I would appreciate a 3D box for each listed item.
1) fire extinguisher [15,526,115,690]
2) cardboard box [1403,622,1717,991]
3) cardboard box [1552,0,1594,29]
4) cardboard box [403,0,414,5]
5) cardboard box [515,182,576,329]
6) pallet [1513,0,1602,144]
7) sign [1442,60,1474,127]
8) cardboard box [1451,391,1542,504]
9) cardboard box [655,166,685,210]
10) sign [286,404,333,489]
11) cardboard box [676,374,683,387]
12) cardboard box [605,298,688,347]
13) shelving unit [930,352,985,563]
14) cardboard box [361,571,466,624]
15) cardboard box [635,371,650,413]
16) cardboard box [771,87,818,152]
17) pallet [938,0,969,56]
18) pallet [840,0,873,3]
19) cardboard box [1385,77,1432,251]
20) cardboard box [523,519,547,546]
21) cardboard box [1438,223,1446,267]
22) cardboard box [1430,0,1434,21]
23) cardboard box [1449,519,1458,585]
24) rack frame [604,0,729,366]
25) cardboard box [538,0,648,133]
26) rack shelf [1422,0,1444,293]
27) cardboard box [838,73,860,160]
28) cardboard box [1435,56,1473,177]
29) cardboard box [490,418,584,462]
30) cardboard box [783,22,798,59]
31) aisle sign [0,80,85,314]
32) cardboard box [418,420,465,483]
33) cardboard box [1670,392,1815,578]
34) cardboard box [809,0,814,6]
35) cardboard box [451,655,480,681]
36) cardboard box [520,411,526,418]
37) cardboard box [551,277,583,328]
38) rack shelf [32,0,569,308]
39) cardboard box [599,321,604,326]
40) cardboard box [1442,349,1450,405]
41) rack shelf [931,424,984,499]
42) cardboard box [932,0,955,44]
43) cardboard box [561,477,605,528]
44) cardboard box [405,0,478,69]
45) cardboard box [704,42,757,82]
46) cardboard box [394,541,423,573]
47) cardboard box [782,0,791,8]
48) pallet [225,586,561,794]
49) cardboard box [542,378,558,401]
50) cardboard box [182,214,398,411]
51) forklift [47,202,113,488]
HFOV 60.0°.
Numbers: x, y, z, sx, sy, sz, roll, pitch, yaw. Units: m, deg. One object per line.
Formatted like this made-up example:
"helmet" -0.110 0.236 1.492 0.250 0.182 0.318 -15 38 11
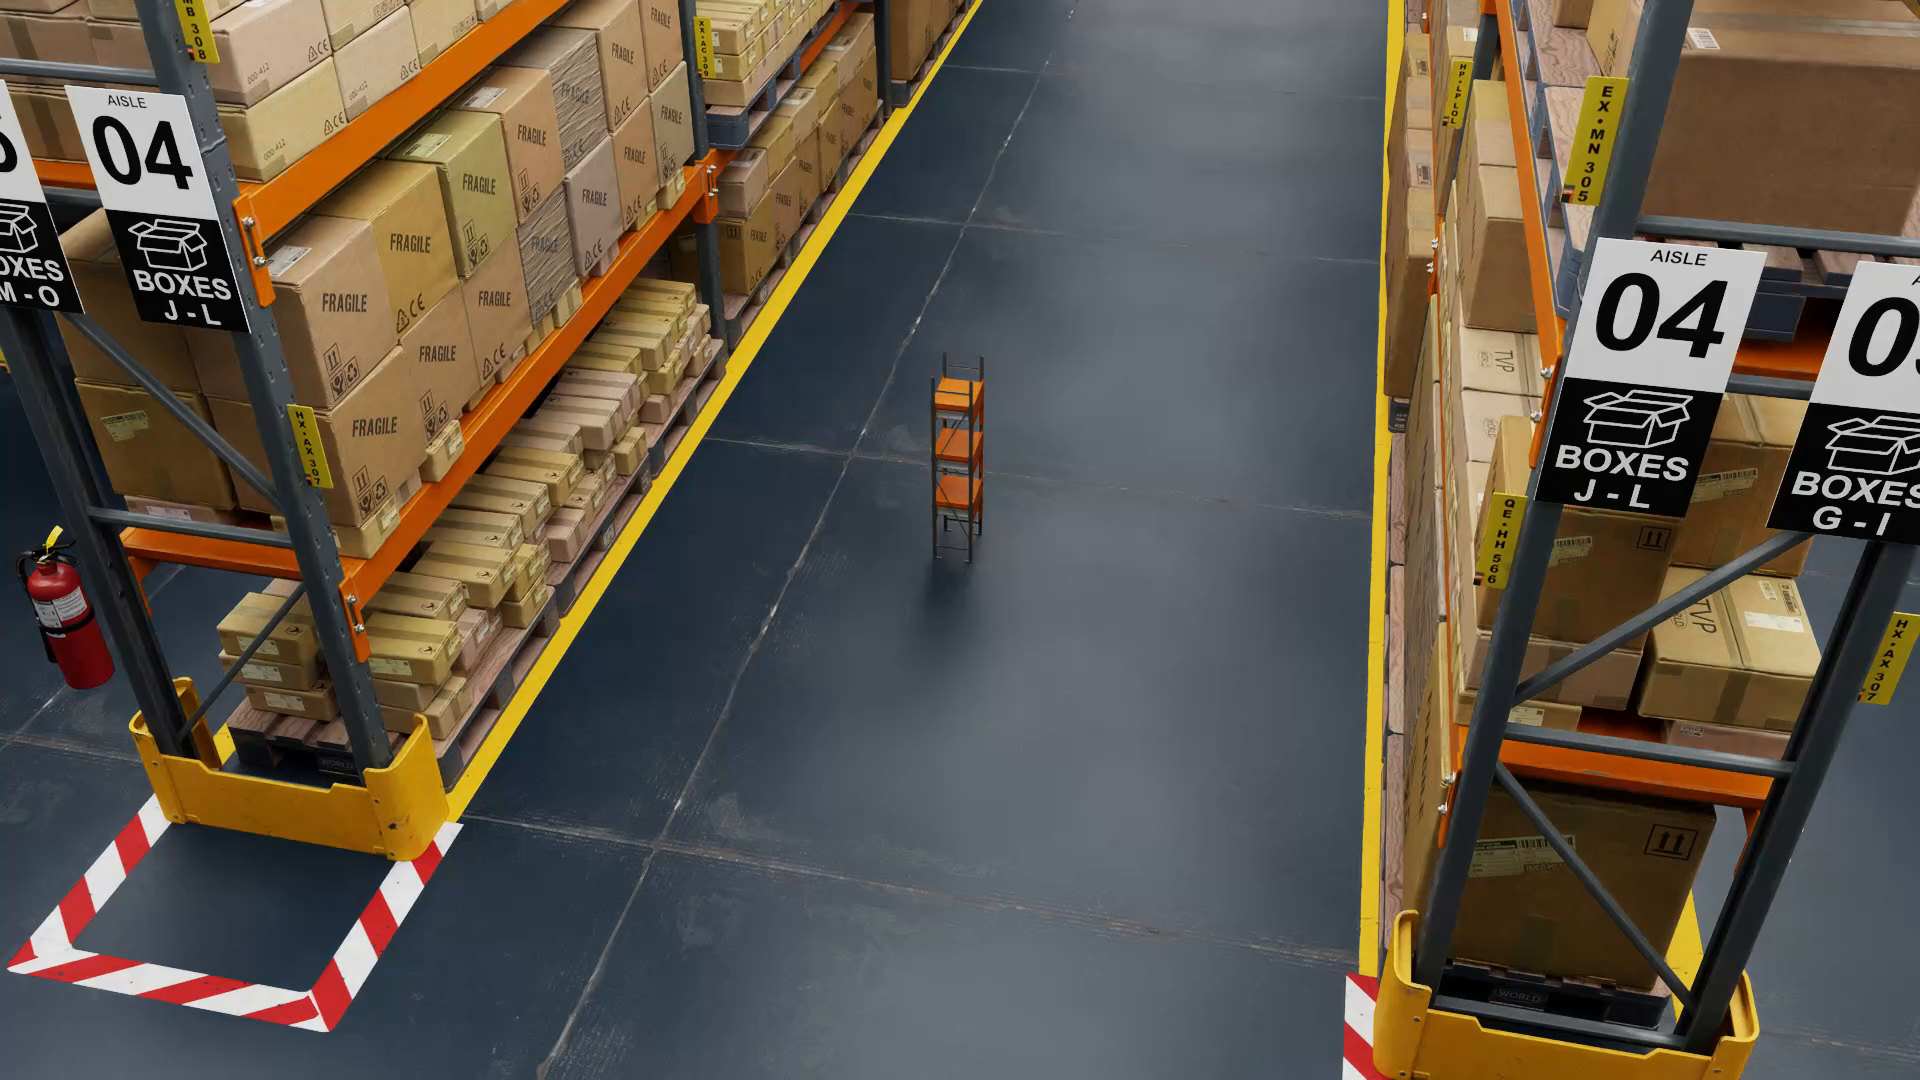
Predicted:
"fire extinguisher" -3.251 0.235 6.023 0.296 0.674 0.183 7 37 10
"cardboard box" 2.137 0.959 6.093 0.875 0.875 0.875 7 37 10
"cardboard box" 2.454 -2.067 5.732 0.700 0.500 0.500 9 37 12
"cardboard box" -2.168 -2.197 6.141 0.500 0.250 0.500 8 37 11
"cardboard box" -2.071 -1.300 7.419 0.500 0.500 0.500 6 36 9
"pallet" 2.485 -1.661 5.775 1.003 0.211 1.213 7 37 10
"sign" 2.400 -2.146 8.006 0.100 0.325 0.005 7 37 10
"cardboard box" 2.140 -0.307 6.263 0.500 0.250 0.500 6 36 8
"cardboard box" -1.672 -1.871 8.759 0.380 0.149 0.250 6 36 9
"sign" -2.216 -0.316 5.663 0.100 0.325 0.005 7 37 10
"cardboard box" -1.780 -0.937 9.328 0.380 0.149 0.250 8 37 11
"cardboard box" -1.729 -1.195 9.178 0.380 0.149 0.250 8 37 11
"shelving unit" -0.011 -0.394 8.170 0.215 1.050 0.252 7 37 10
"cardboard box" -2.361 0.279 7.144 0.380 0.149 0.250 8 37 11
"cardboard box" -1.883 -0.799 8.884 0.380 0.149 0.250 8 37 10
"cardboard box" -1.251 -2.776 10.928 0.500 0.250 0.500 9 37 12
"pallet" -0.532 -4.631 14.730 1.003 0.211 1.213 7 37 10
"pallet" -1.085 -4.121 11.813 1.213 0.211 1.003 7 37 10
"cardboard box" 3.421 -2.347 10.655 1.225 0.875 0.875 7 37 10
"cardboard box" -2.179 -0.037 7.833 0.380 0.149 0.250 6 36 8
"cardboard box" 2.544 -1.418 8.134 0.380 0.149 0.250 7 37 10
"cardboard box" 3.417 -3.736 11.034 0.500 0.500 0.500 8 37 11
"cardboard box" 1.995 0.066 6.088 0.380 0.149 0.250 8 37 11
"rack frame" -1.892 -2.327 9.175 1.000 3.000 0.127 7 37 10
"cardboard box" -1.833 -2.292 7.936 0.500 0.500 0.500 6 36 8
"rack shelf" 3.360 -2.503 10.030 1.077 0.370 4.000 7 37 10
"cardboard box" -1.037 -3.071 11.973 0.500 0.500 0.500 9 37 12
"cardboard box" 2.878 -2.273 9.015 0.500 0.500 0.500 8 37 11
"cardboard box" -2.080 -0.461 8.165 0.380 0.149 0.250 7 37 10
"cardboard box" -1.193 -3.010 9.973 0.380 0.149 0.250 8 37 10
"aisle sign" -3.055 -1.082 5.242 0.394 0.787 0.004 7 37 10
"cardboard box" -2.233 -0.375 6.696 0.380 0.149 0.250 6 36 9
"cardboard box" 2.551 -0.245 5.538 0.500 0.500 0.500 6 36 9
"cardboard box" -1.083 -3.437 10.309 0.380 0.149 0.250 7 36 9
"cardboard box" -2.345 0.530 7.304 0.380 0.149 0.250 7 37 10
"cardboard box" -2.435 -0.656 8.433 0.380 0.149 0.250 6 36 8
"cardboard box" -1.988 -1.127 7.733 0.380 0.149 0.250 8 37 11
"rack shelf" -2.319 -2.104 6.923 1.077 0.370 4.000 7 37 10
"cardboard box" -2.283 -1.174 9.656 0.380 0.149 0.250 6 36 8
"cardboard box" 2.268 -0.674 7.109 0.380 0.149 0.250 8 37 11
"rack shelf" -0.011 -0.386 8.176 0.215 0.259 0.240 7 37 10
"cardboard box" -0.636 -4.719 14.034 1.050 0.750 0.750 8 37 11
"cardboard box" -2.004 -0.198 8.309 0.380 0.149 0.250 7 37 10
"cardboard box" -2.186 -2.011 6.311 0.500 0.250 0.500 6 36 8
"cardboard box" -1.358 -2.684 9.270 0.380 0.149 0.250 8 37 11
"cardboard box" -2.645 0.052 7.710 0.380 0.149 0.250 7 37 9
"cardboard box" -1.191 -3.254 9.804 0.380 0.149 0.250 7 36 9
"pallet" -2.522 0.591 7.526 1.003 0.211 1.213 7 37 10
"cardboard box" -2.325 -0.840 8.942 0.380 0.149 0.250 6 36 8
"cardboard box" -2.391 -0.824 5.910 0.500 0.500 0.500 7 37 10
"forklift" -4.703 -2.283 9.173 1.130 2.935 3.031 -18 40 -23
